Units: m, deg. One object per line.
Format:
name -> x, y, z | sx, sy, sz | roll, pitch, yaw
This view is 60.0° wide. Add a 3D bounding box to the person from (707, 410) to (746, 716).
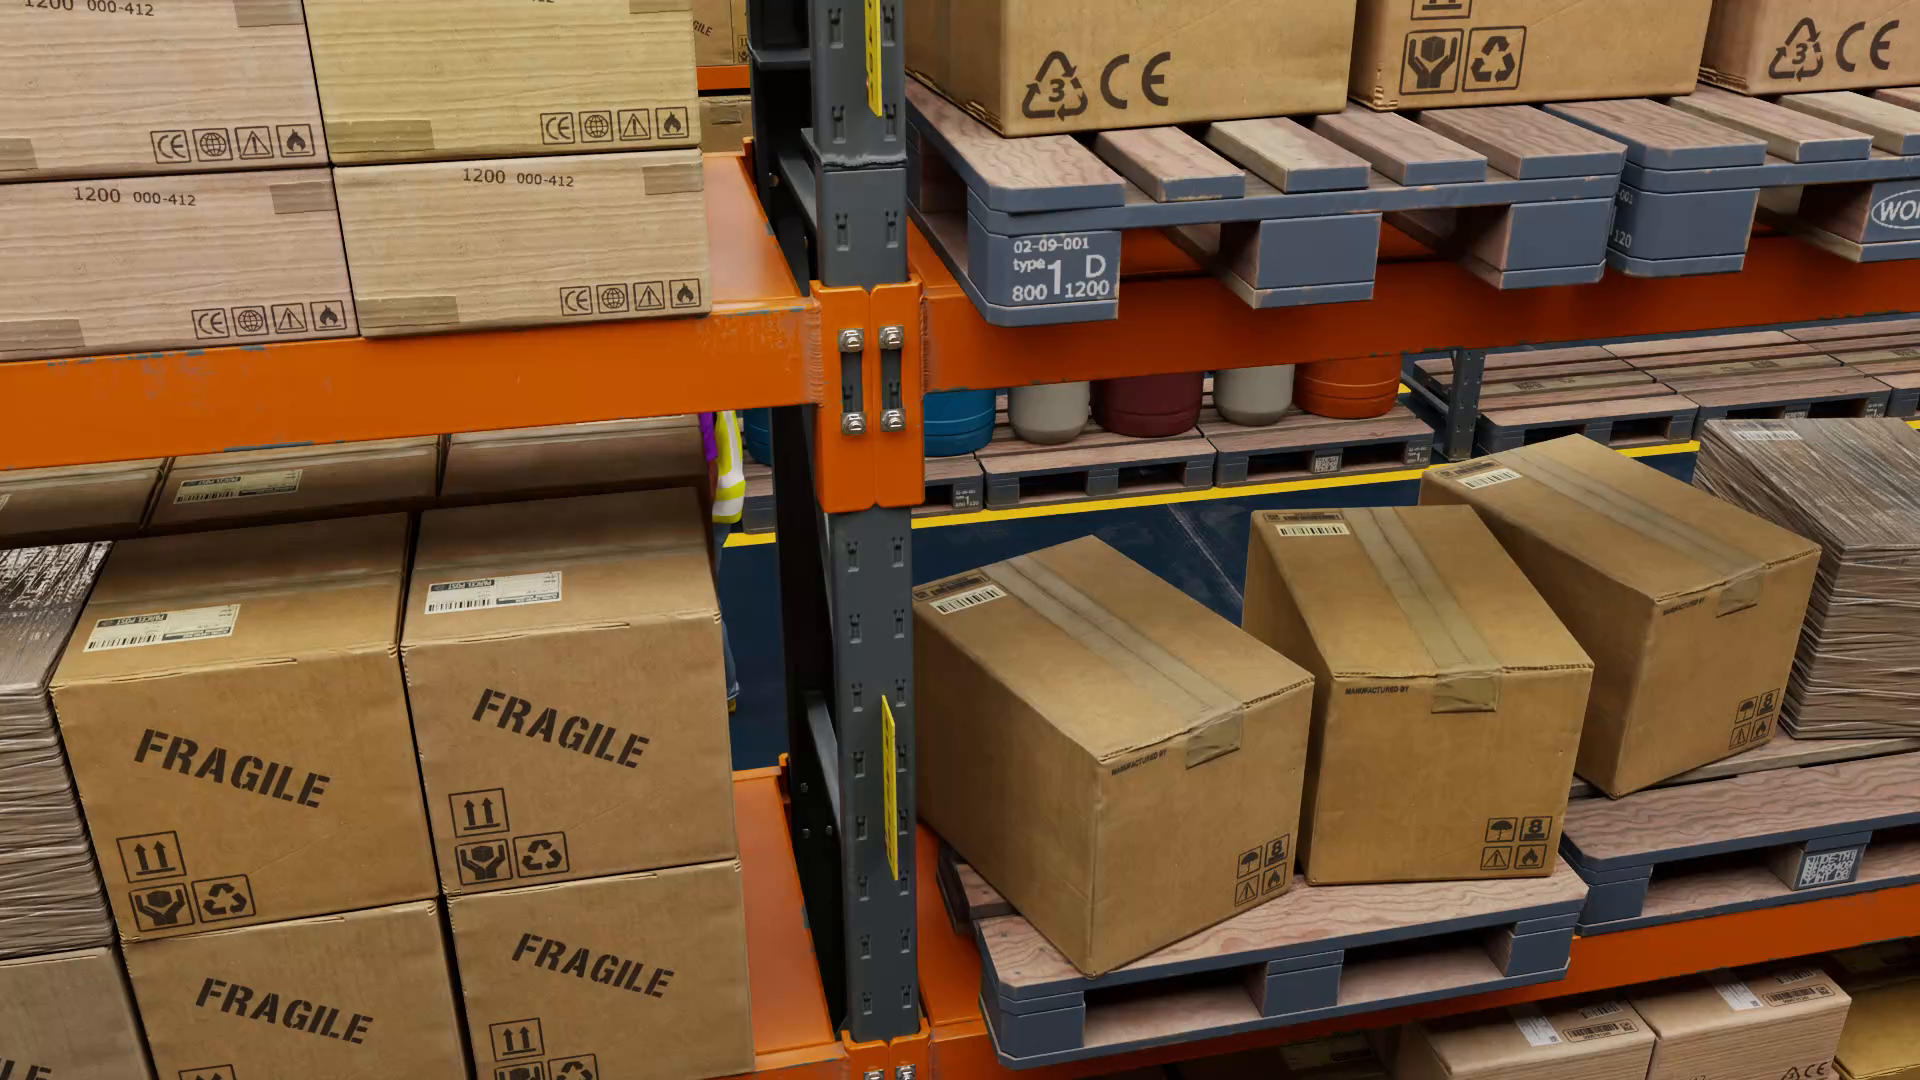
person -> -6.941, -7.971, 13.932 | 6.260, 9.002, 23.611 | -7, 27, -14
